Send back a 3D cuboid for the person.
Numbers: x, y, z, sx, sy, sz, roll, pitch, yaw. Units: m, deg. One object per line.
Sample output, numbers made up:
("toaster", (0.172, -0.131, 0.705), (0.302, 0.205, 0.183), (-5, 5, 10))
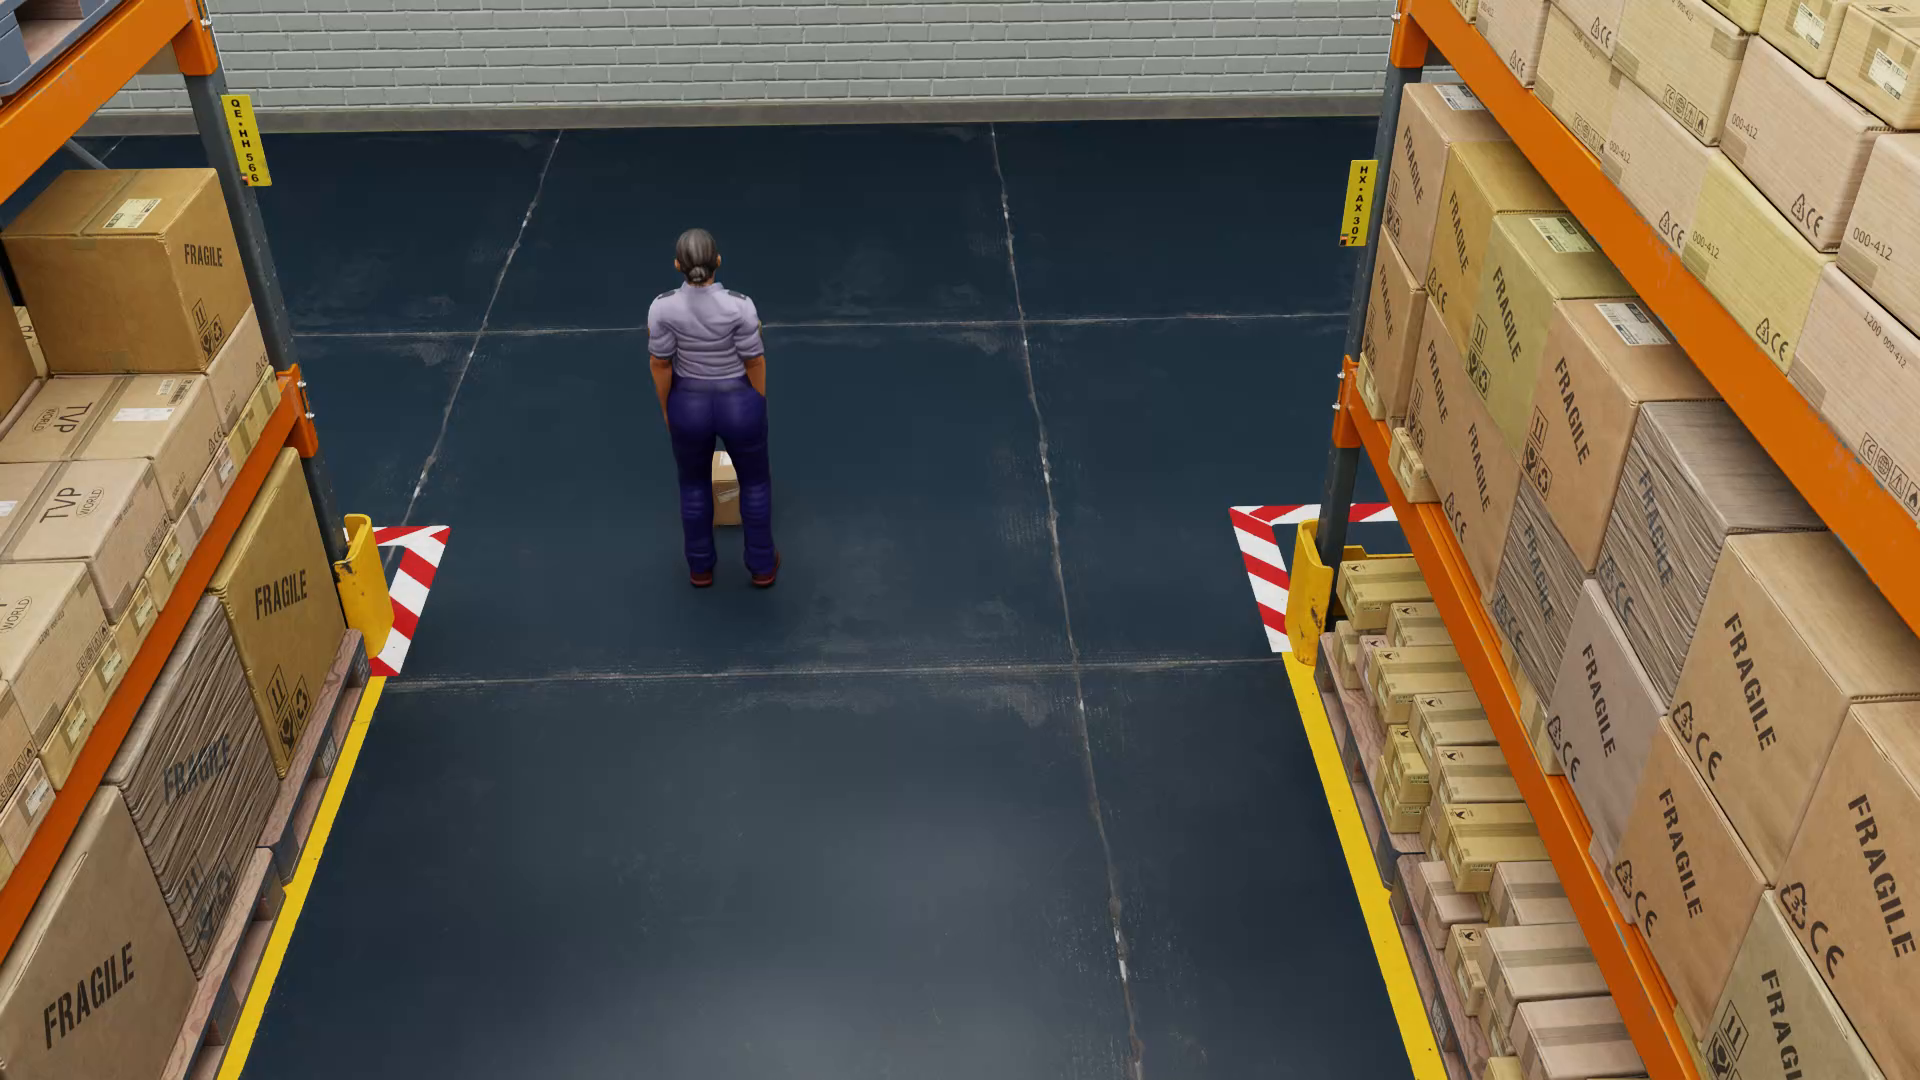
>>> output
("person", (-1.026, -0.537, 6.921), (0.469, 1.647, 0.342), (-1, 35, -1))
